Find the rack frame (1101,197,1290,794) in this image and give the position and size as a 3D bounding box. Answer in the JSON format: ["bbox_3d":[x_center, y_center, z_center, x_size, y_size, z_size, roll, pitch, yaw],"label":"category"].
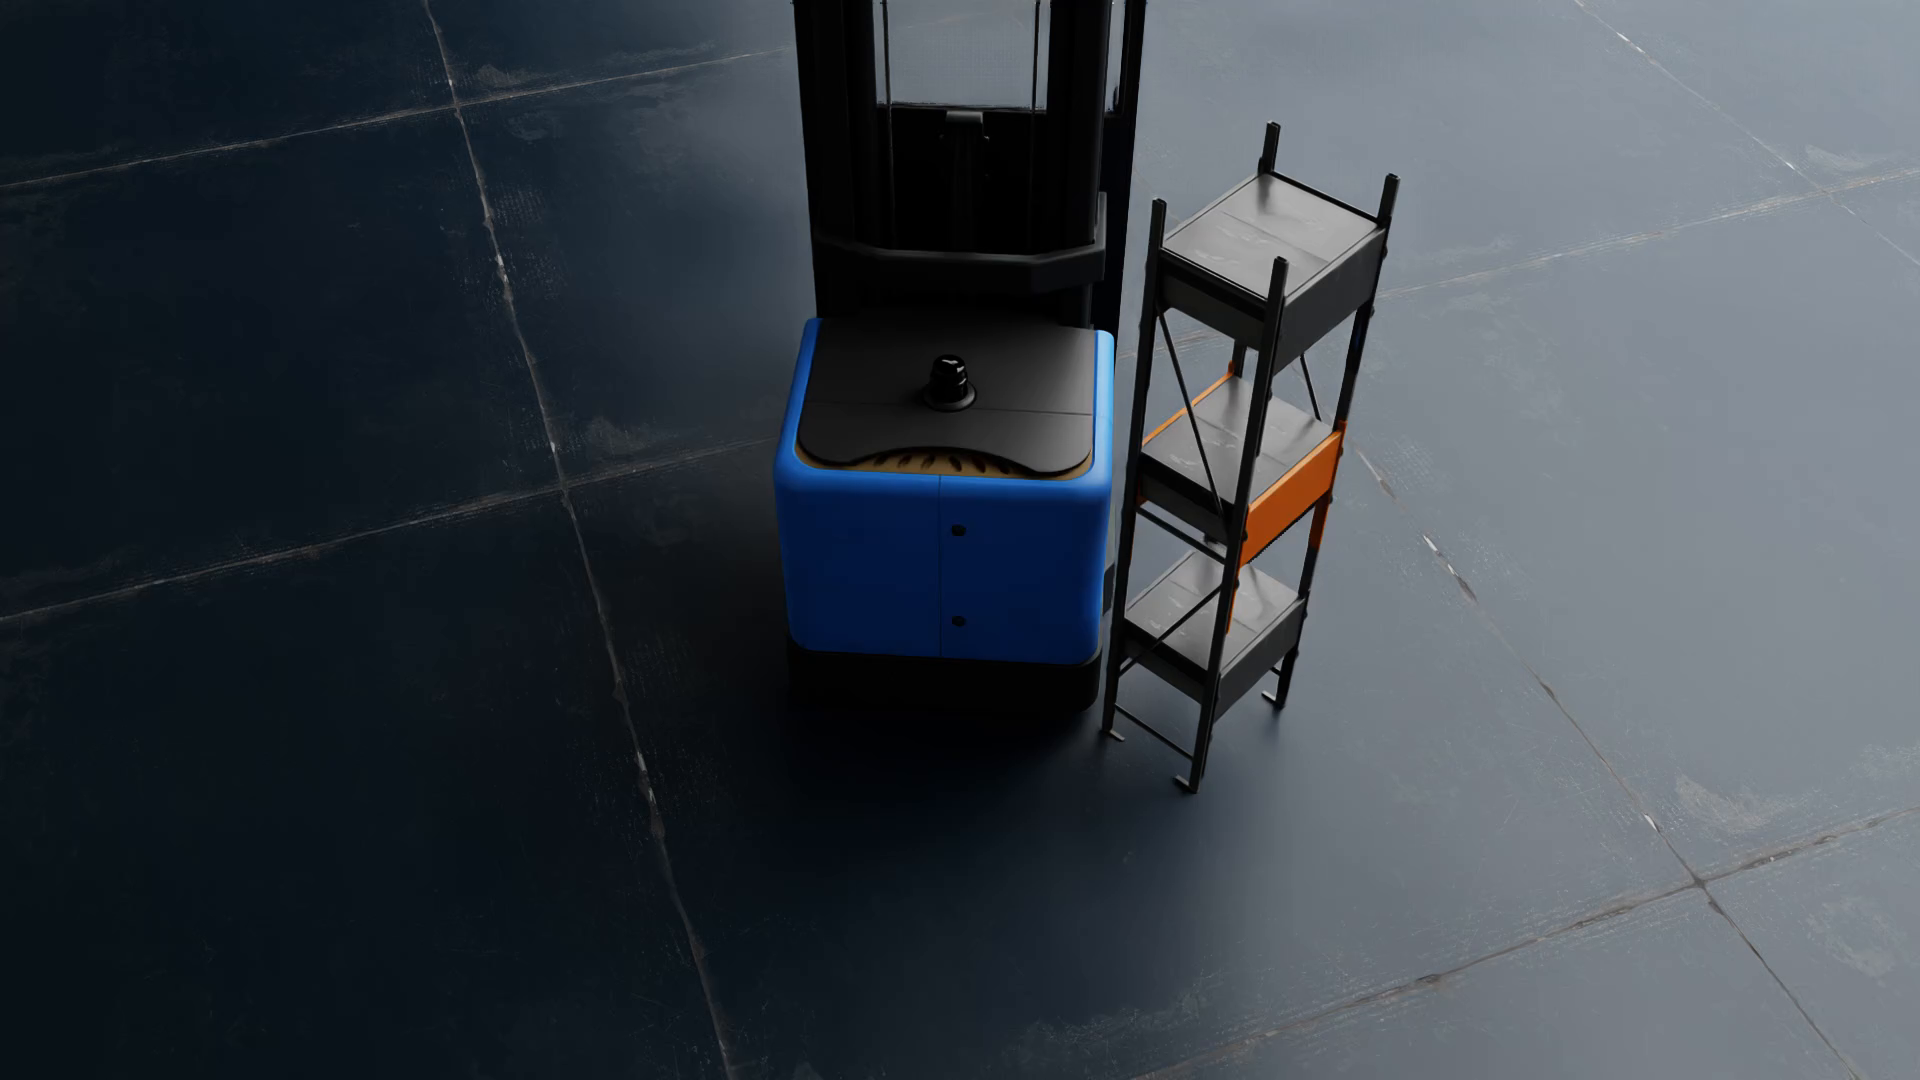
[{"bbox_3d":[0.630,-0.012,4.779,0.400,2.100,0.015,33,54,29],"label":"rack frame"}]

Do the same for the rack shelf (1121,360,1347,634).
[{"bbox_3d":[0.795,-0.130,4.916,0.431,0.518,0.480,33,54,29],"label":"rack shelf"}]

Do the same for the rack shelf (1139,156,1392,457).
[{"bbox_3d":[0.796,-0.624,4.420,0.431,0.518,0.480,33,54,29],"label":"rack shelf"}]

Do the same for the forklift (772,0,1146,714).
[{"bbox_3d":[0.047,-1.491,5.667,1.130,2.935,3.031,3,45,3],"label":"forklift"}]

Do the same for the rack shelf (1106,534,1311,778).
[{"bbox_3d":[0.795,0.365,5.411,0.431,0.518,0.480,33,54,29],"label":"rack shelf"}]

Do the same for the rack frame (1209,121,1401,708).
[{"bbox_3d":[0.961,-0.266,5.033,0.400,2.100,0.015,33,54,29],"label":"rack frame"}]

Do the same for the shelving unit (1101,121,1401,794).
[{"bbox_3d":[0.795,-0.139,4.906,0.431,2.100,0.503,33,54,29],"label":"shelving unit"}]
